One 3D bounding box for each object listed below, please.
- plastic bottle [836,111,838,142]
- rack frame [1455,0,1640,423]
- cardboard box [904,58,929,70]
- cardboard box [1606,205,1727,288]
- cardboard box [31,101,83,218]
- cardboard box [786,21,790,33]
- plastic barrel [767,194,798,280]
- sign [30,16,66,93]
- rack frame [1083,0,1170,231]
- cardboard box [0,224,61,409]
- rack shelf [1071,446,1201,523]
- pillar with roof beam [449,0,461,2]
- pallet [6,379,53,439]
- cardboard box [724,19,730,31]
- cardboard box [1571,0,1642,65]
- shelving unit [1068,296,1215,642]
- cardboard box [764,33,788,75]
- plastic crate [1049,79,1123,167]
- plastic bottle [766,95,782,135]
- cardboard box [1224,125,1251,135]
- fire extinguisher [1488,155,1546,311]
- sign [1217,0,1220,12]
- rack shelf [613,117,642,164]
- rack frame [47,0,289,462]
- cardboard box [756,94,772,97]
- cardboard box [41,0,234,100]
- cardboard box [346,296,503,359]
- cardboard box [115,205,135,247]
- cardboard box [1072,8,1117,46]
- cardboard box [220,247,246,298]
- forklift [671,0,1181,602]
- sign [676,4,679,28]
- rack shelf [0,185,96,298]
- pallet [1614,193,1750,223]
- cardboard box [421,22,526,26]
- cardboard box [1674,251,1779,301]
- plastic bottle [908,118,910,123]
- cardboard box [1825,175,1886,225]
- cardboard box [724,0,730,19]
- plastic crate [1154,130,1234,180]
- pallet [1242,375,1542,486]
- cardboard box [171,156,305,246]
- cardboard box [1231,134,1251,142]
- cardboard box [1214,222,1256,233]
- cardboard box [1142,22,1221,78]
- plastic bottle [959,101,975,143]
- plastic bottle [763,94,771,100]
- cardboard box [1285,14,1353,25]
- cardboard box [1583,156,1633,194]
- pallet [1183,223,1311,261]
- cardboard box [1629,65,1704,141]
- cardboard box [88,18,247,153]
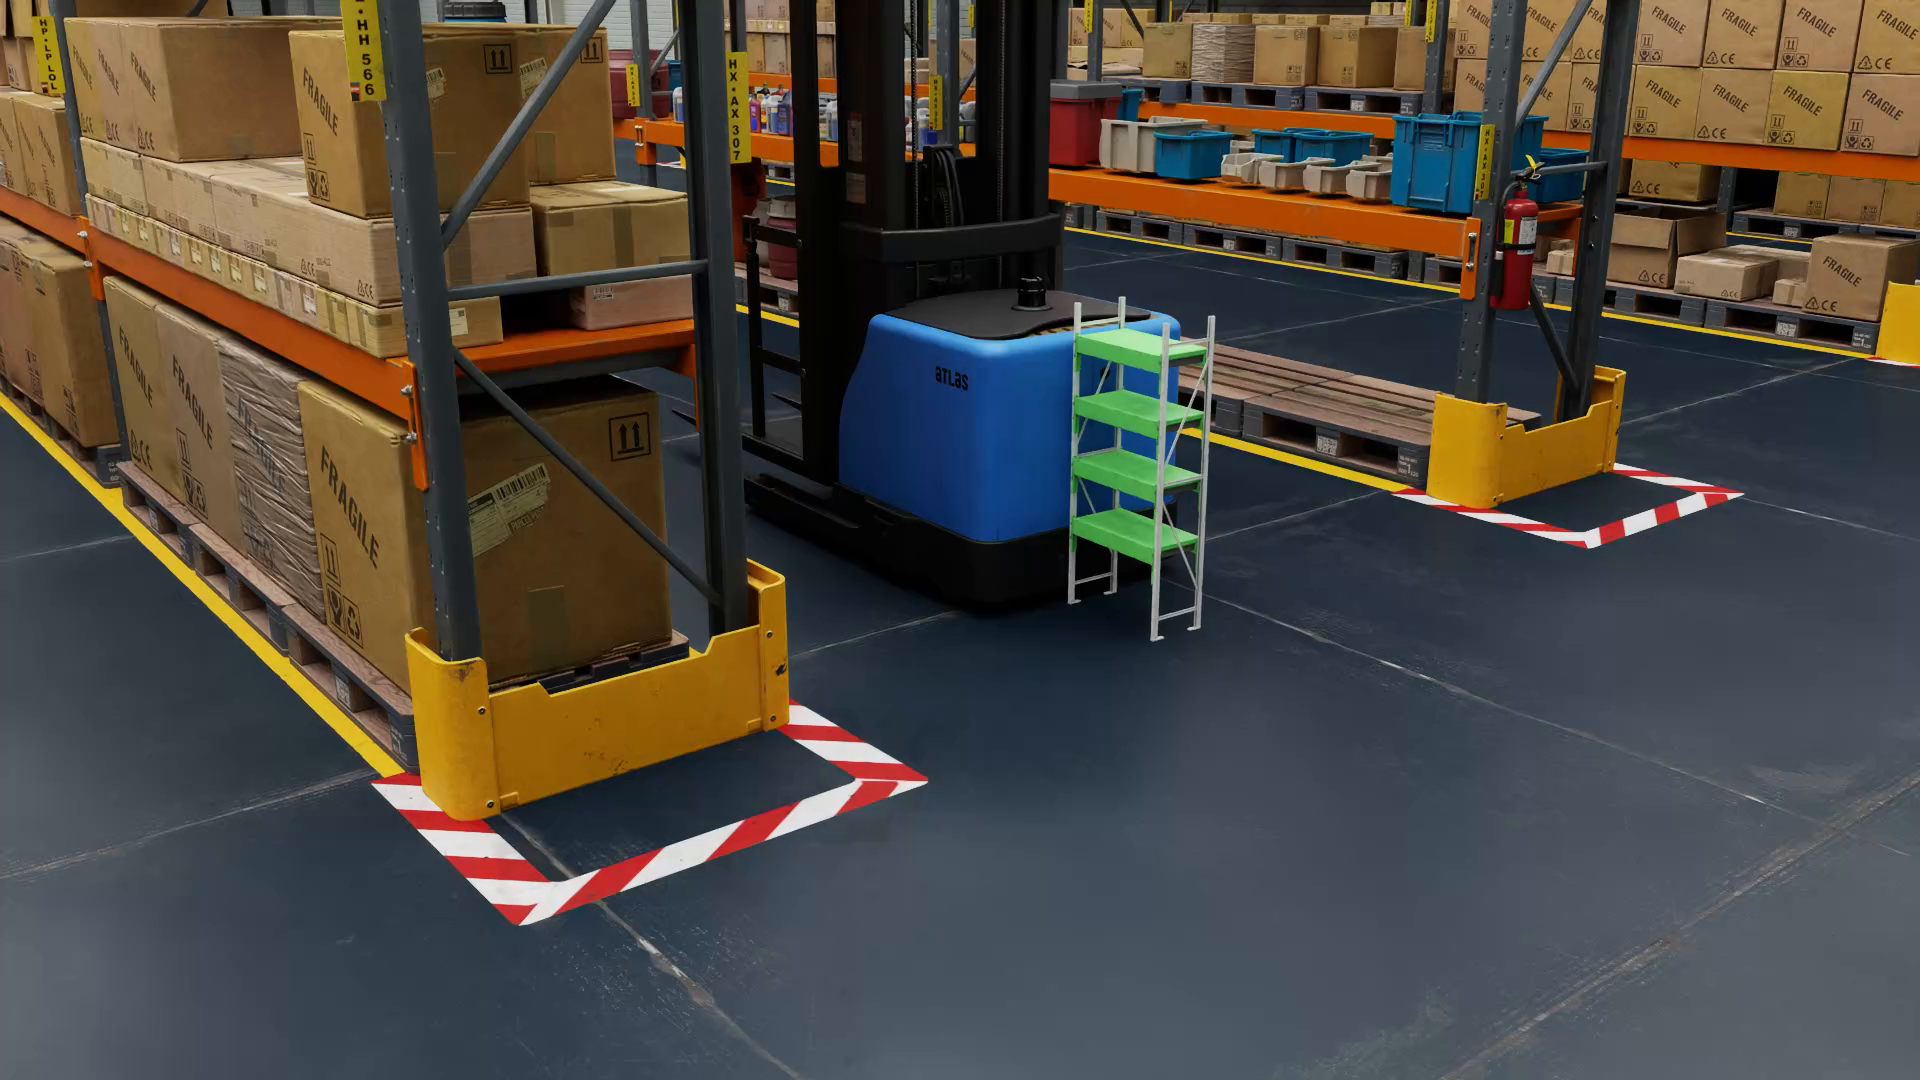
[{"bbox_3d":[-0.759,-2.894,11.528,0.152,0.276,0.135,-14,23,-36],"label":"plastic bottle"},{"bbox_3d":[2.762,-1.719,7.782,1.000,3.000,0.127,-14,23,-36],"label":"rack frame"},{"bbox_3d":[-0.463,-5.458,19.312,0.500,0.250,0.500,-12,22,-33],"label":"cardboard box"},{"bbox_3d":[5.334,-2.232,12.604,0.797,0.503,0.637,-14,23,-36],"label":"cardboard box"},{"bbox_3d":[-4.108,-1.847,8.011,0.500,0.500,0.500,-14,23,-36],"label":"cardboard box"},{"bbox_3d":[-1.927,-6.336,20.533,0.380,0.149,0.250,-13,22,-35],"label":"cardboard box"},{"bbox_3d":[-1.187,-2.349,12.854,0.600,0.588,0.708,-14,23,-36],"label":"plastic barrel"},{"bbox_3d":[-4.023,-2.142,7.343,0.100,0.325,0.005,-14,23,-36],"label":"sign"},{"bbox_3d":[1.680,-4.656,16.652,1.000,3.000,0.127,-14,23,-36],"label":"rack frame"},{"bbox_3d":[-4.573,-1.303,9.236,1.225,0.875,0.875,-15,23,-38],"label":"cardboard box"},{"bbox_3d":[0.673,-0.215,6.306,0.258,0.148,0.480,-13,22,-34],"label":"rack shelf"},{"bbox_3d":[-16.569,-15.513,39.897,9.100,9.000,0.400,-14,23,-36],"label":"pillar with roof beam"},{"bbox_3d":[-4.904,-0.891,9.716,1.003,0.211,1.213,-14,23,-36],"label":"pallet"},{"bbox_3d":[-2.892,-6.718,21.688,0.380,0.149,0.250,-14,23,-36],"label":"cardboard box"},{"bbox_3d":[4.875,-3.768,12.220,0.500,0.500,0.500,-15,23,-38],"label":"cardboard box"},{"bbox_3d":[0.673,-0.276,6.286,0.258,1.200,0.503,-13,22,-34],"label":"shelving unit"},{"bbox_3d":[-2.044,-6.177,21.085,0.700,0.500,0.500,-13,22,-35],"label":"cardboard box"},{"bbox_3d":[0.636,-2.495,9.927,0.402,0.464,0.583,-14,23,-36],"label":"plastic crate"},{"bbox_3d":[-1.329,-3.120,12.210,0.152,0.276,0.135,-14,23,-36],"label":"plastic bottle"},{"bbox_3d":[3.908,-5.336,21.982,0.700,0.500,0.500,-15,23,-37],"label":"cardboard box"},{"bbox_3d":[2.500,-1.379,7.473,0.296,0.674,0.183,-14,23,-36],"label":"fire extinguisher"},{"bbox_3d":[3.510,-7.268,22.699,0.100,0.325,0.005,-14,23,-36],"label":"sign"},{"bbox_3d":[-3.447,-3.842,15.337,1.077,0.370,4.000,-14,23,-36],"label":"rack shelf"},{"bbox_3d":[-3.604,-1.738,7.840,1.000,3.000,0.127,-14,23,-36],"label":"rack frame"},{"bbox_3d":[-2.721,-5.803,22.630,0.500,0.500,0.500,-14,23,-36],"label":"cardboard box"},{"bbox_3d":[-4.007,-2.418,8.137,0.797,0.503,0.637,-15,23,-38],"label":"cardboard box"},{"bbox_3d":[-1.600,-0.657,4.973,0.380,0.149,0.250,-13,23,-35],"label":"cardboard box"},{"bbox_3d":[-3.354,-1.351,7.072,0.380,0.149,0.250,-13,22,-34],"label":"cardboard box"},{"bbox_3d":[1.923,-7.208,23.373,0.500,0.500,0.500,-15,23,-38],"label":"cardboard box"},{"bbox_3d":[-2.396,-0.972,5.925,0.380,0.149,0.250,-14,23,-36],"label":"cardboard box"},{"bbox_3d":[-0.368,-1.552,7.385,1.130,2.935,3.031,-13,22,-34],"label":"forklift"},{"bbox_3d":[-3.726,-6.969,22.134,0.100,0.325,0.005,-14,23,-36],"label":"sign"},{"bbox_3d":[-4.846,-1.889,9.441,1.077,0.370,4.000,-14,23,-36],"label":"rack shelf"},{"bbox_3d":[7.507,-3.490,17.566,1.003,0.211,1.213,-14,23,-36],"label":"pallet"},{"bbox_3d":[-1.844,-1.599,5.992,0.500,0.500,0.500,-15,23,-38],"label":"cardboard box"},{"bbox_3d":[5.550,-1.914,12.046,0.500,0.250,0.500,-14,23,-36],"label":"cardboard box"},{"bbox_3d":[-0.348,-2.712,11.098,0.097,0.201,0.097,0,18,0],"label":"plastic bottle"},{"bbox_3d":[8.738,-3.322,15.932,0.700,0.500,0.500,-14,23,-37],"label":"cardboard box"},{"bbox_3d":[-2.643,-7.032,21.603,0.700,0.500,0.500,-15,23,-38],"label":"cardboard box"},{"bbox_3d":[1.286,-2.124,9.176,0.416,0.233,0.300,-14,23,-36],"label":"plastic crate"},{"bbox_3d":[2.281,-0.606,8.857,1.003,0.211,1.213,-14,23,-36],"label":"pallet"},{"bbox_3d":[-2.587,-1.268,6.186,0.500,0.250,0.500,-14,23,-36],"label":"cardboard box"},{"bbox_3d":[2.483,-3.837,16.261,0.500,0.250,0.500,-13,22,-34],"label":"cardboard box"},{"bbox_3d":[2.704,-3.130,15.321,0.500,0.500,0.500,-15,23,-38],"label":"cardboard box"},{"bbox_3d":[2.160,-4.770,16.168,0.500,0.500,0.700,11,21,30],"label":"cardboard box"},{"bbox_3d":[0.063,-2.924,11.620,0.152,0.276,0.135,-14,23,-36],"label":"plastic bottle"},{"bbox_3d":[-1.562,-3.548,13.621,0.097,0.201,0.097,0,18,0],"label":"plastic bottle"},{"bbox_3d":[4.470,-6.297,20.748,0.700,0.500,0.500,-14,23,-36],"label":"cardboard box"},{"bbox_3d":[6.985,-4.170,17.937,0.750,0.750,0.750,-13,22,-34],"label":"cardboard box"},{"bbox_3d":[2.868,-2.841,15.606,1.003,0.211,1.213,-14,23,-36],"label":"pallet"},{"bbox_3d":[5.213,-3.165,11.990,0.500,0.500,0.500,-14,23,-37],"label":"cardboard box"},{"bbox_3d":[-3.207,-1.873,6.820,0.500,0.500,0.500,-14,23,-36],"label":"cardboard box"}]
